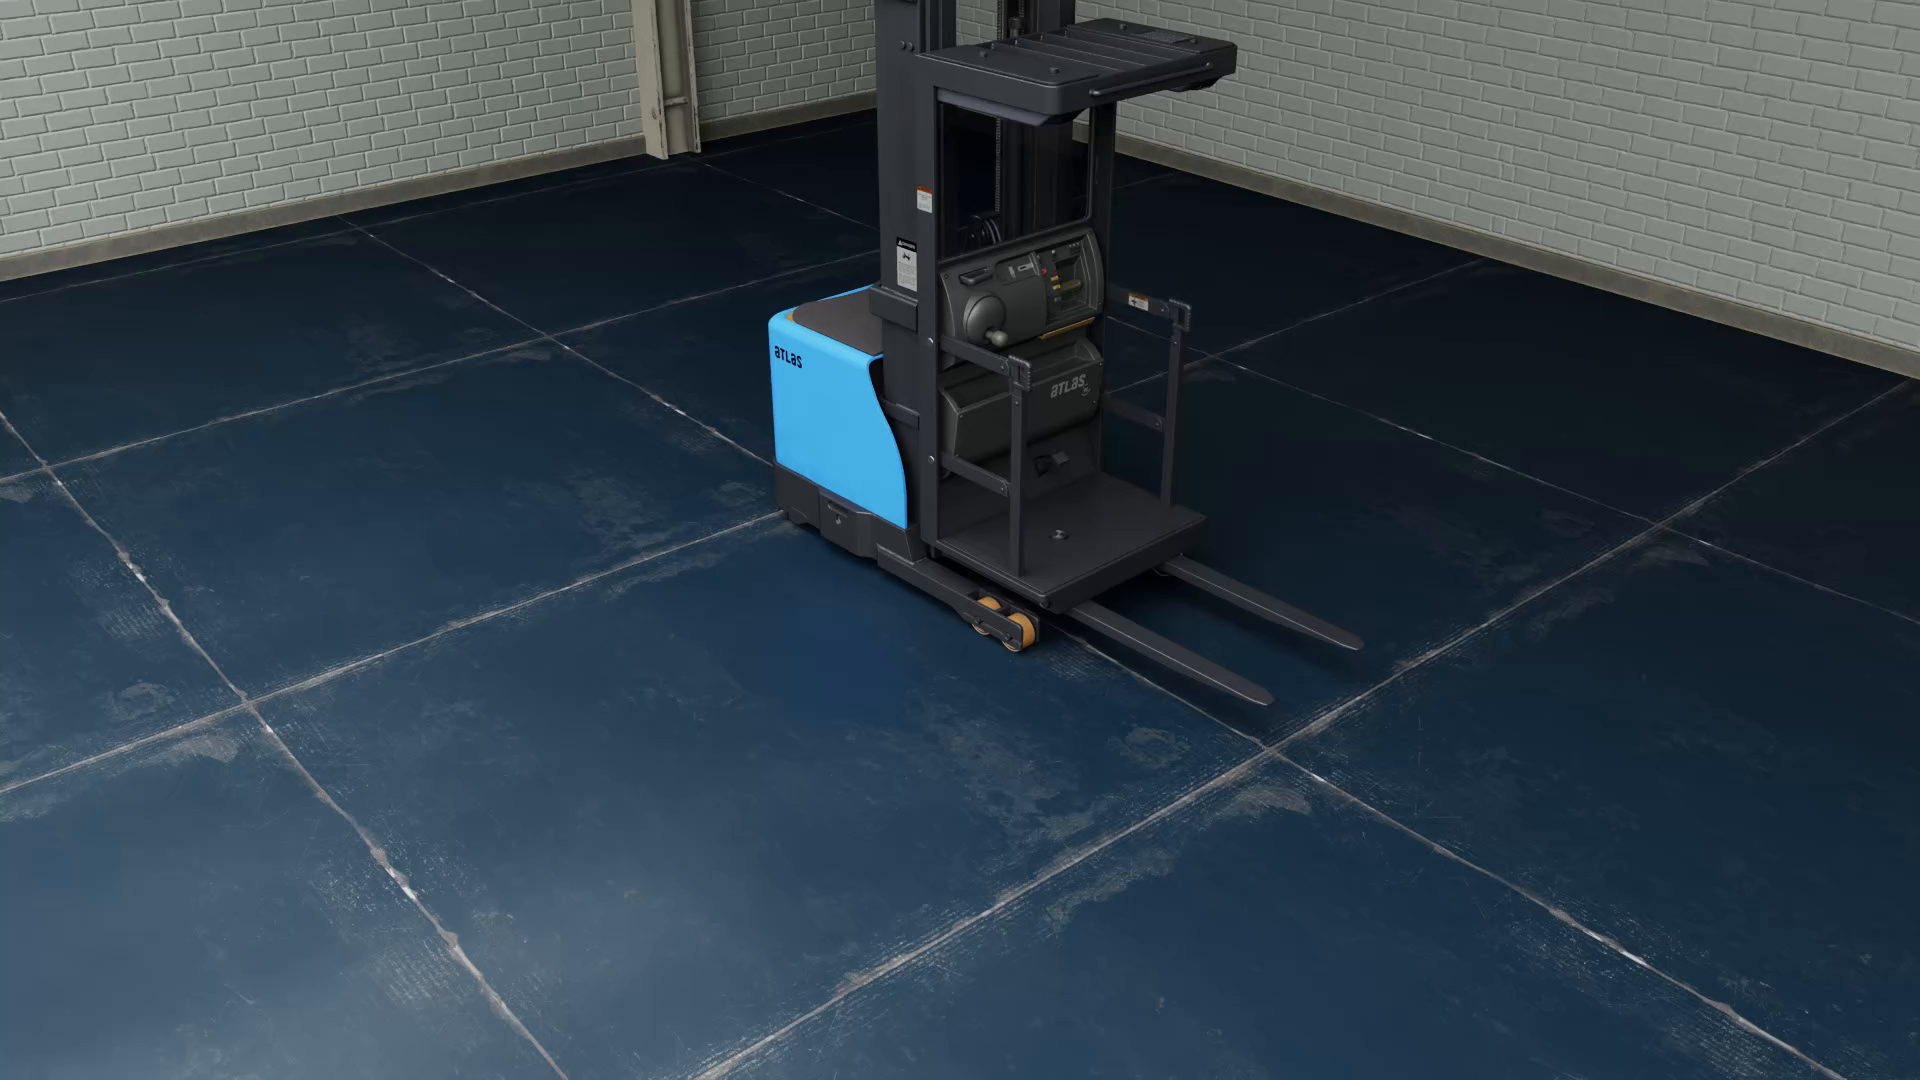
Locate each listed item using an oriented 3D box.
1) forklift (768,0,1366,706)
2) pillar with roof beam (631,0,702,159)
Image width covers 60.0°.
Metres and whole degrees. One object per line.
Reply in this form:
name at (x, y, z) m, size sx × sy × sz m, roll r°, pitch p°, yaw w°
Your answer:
forklift at (0.427, -1.074, 7.150) m, size 1.130 × 2.935 × 3.031 m, roll -24°, pitch 36°, yaw -37°
pillar with roof beam at (0.270, -5.841, 9.633) m, size 0.400 × 9.000 × 9.100 m, roll -22°, pitch 35°, yaw -35°
